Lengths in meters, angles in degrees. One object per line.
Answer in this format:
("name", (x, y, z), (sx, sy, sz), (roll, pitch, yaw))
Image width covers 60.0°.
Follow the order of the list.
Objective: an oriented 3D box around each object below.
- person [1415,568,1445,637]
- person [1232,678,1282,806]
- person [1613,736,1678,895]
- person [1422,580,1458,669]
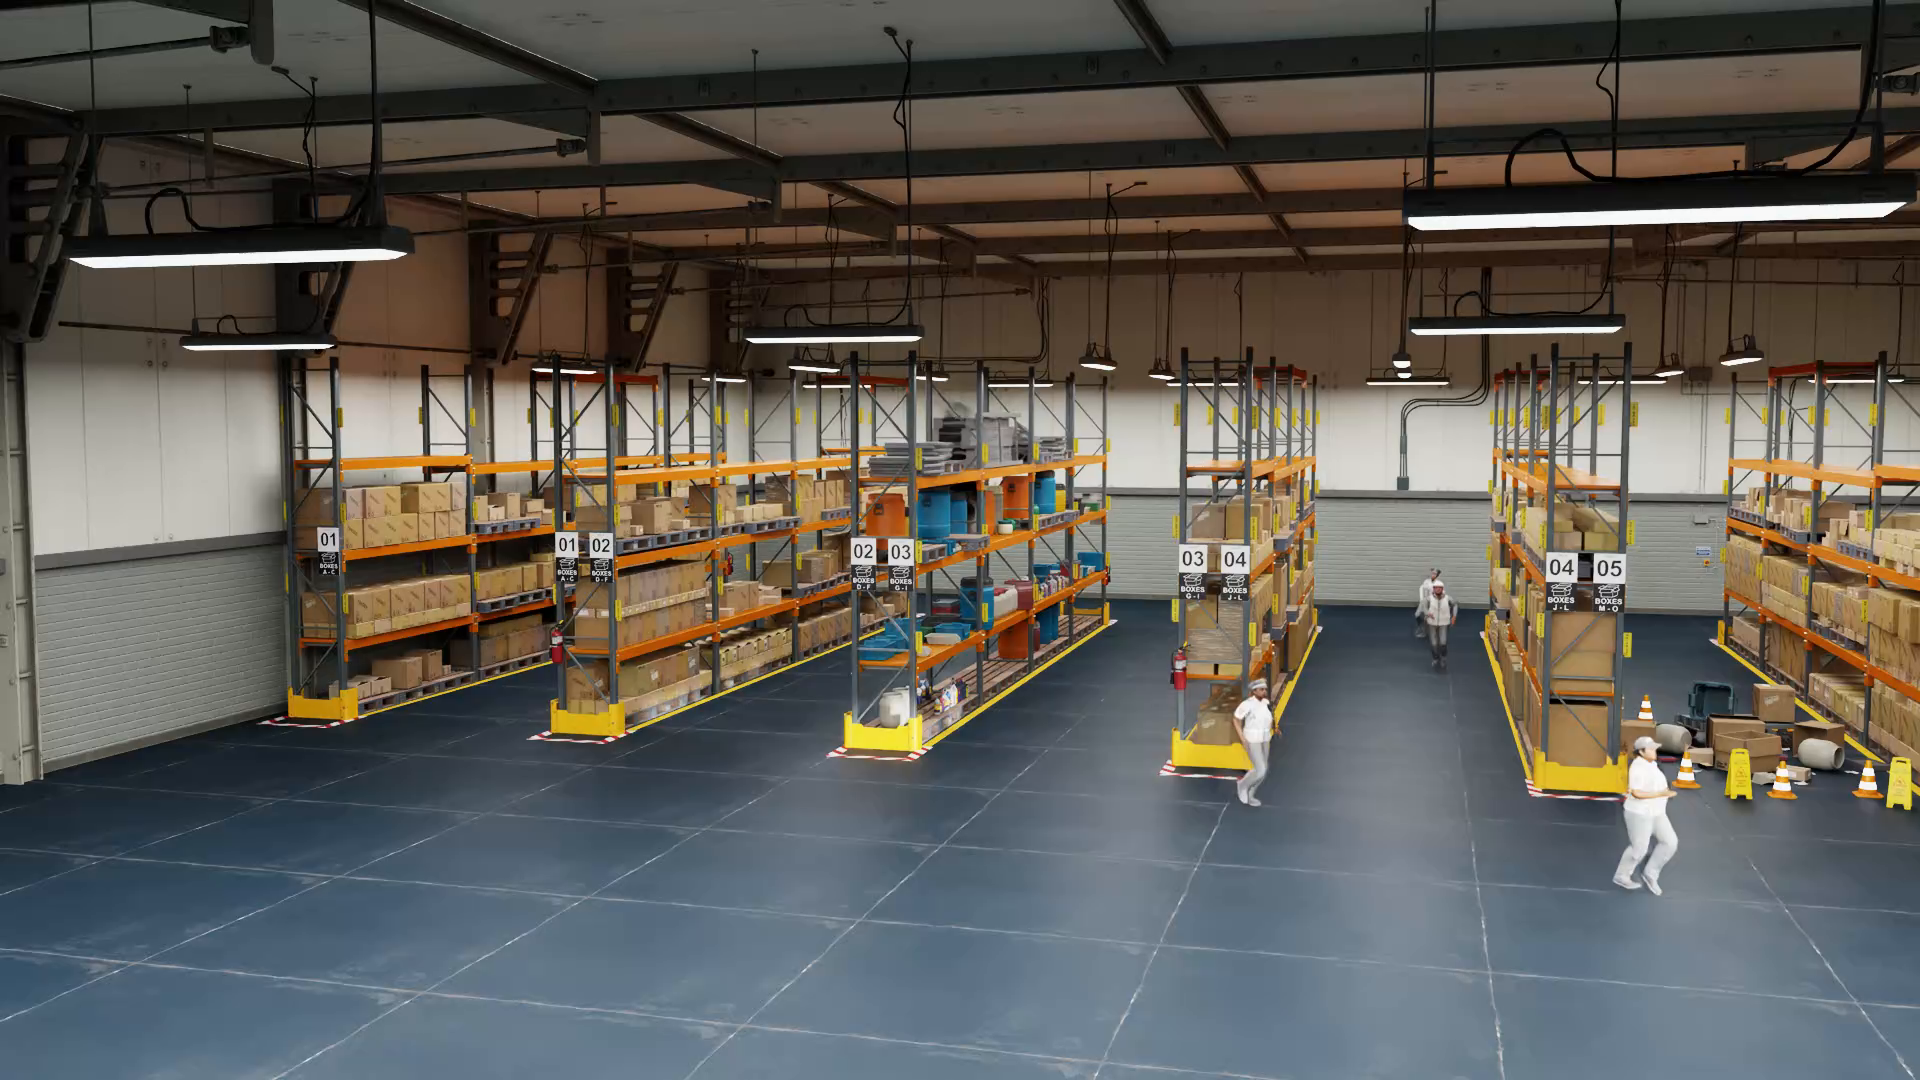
("person", (10.642, 1.425, 37.710), (0.690, 1.611, 0.558), (3, 5, 39))
("person", (3.865, 2.601, 21.415), (0.587, 1.665, 0.536), (-3, 5, -38))
("person", (7.224, 2.904, 17.459), (0.586, 1.695, 0.661), (-4, 6, -42))
("person", (9.579, 1.694, 33.220), (0.680, 1.770, 0.666), (1, 4, 18))
